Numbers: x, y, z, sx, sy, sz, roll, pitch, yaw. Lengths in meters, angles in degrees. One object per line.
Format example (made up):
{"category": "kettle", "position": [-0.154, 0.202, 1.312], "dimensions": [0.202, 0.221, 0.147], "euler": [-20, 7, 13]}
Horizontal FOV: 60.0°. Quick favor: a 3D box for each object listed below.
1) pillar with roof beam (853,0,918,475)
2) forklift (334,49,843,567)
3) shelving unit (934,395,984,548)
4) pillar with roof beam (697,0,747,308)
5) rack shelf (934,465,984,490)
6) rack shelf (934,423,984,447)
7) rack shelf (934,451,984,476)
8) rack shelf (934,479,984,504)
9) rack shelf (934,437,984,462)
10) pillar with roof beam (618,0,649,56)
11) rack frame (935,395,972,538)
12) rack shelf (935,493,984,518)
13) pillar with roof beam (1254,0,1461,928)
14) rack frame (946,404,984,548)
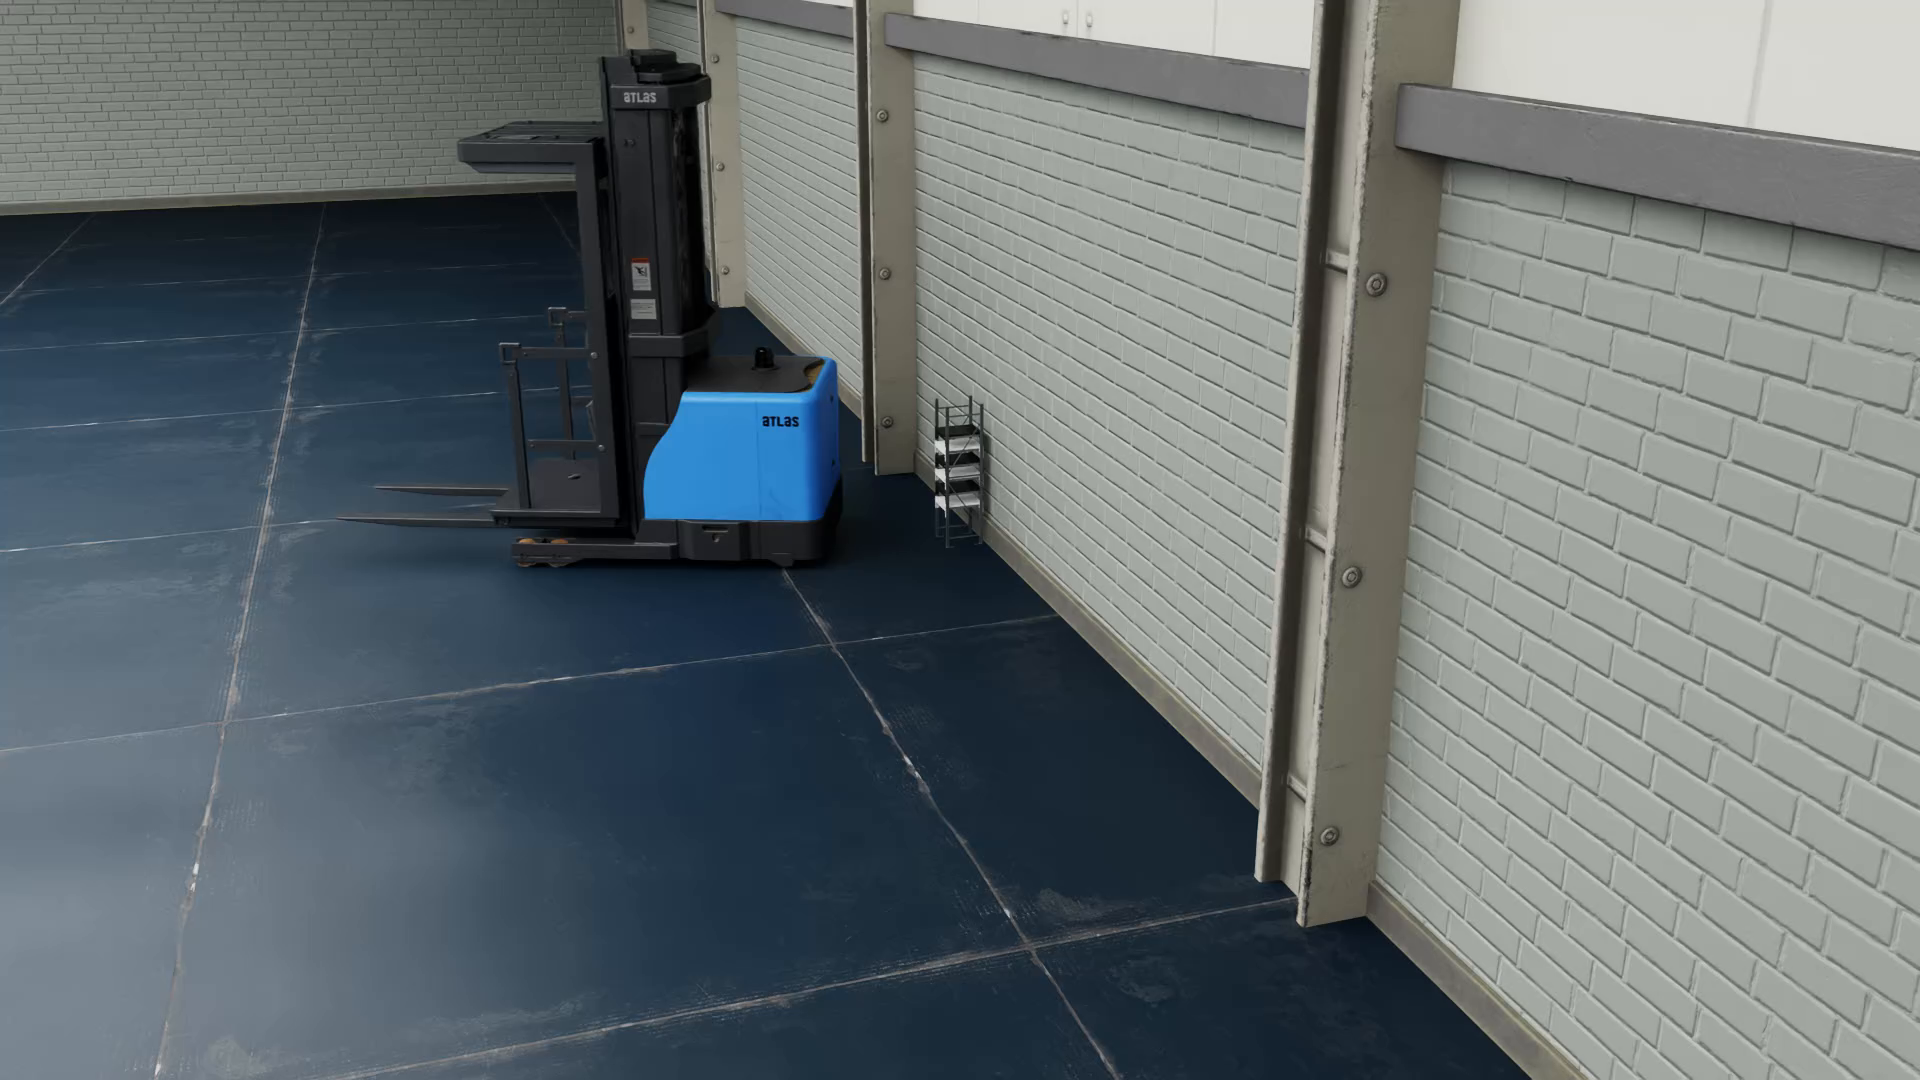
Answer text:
{"category": "pillar with roof beam", "position": [-4.586, -4.310, 9.104], "dimensions": [9.100, 9.000, 0.400], "euler": [-6, 21, -17]}
{"category": "forklift", "position": [-2.292, -1.393, 9.958], "dimensions": [3.031, 2.935, 1.130], "euler": [1, 20, 3]}
{"category": "shelving unit", "position": [-0.005, -0.419, 10.253], "dimensions": [0.258, 0.900, 0.210], "euler": [-7, 21, -18]}
{"category": "pillar with roof beam", "position": [-6.472, -6.236, 14.465], "dimensions": [9.100, 9.000, 0.400], "euler": [-6, 21, -17]}
{"category": "rack shelf", "position": [-0.005, -0.388, 10.264], "dimensions": [0.258, 0.077, 0.200], "euler": [-7, 21, -18]}
{"category": "rack shelf", "position": [-0.005, -0.642, 10.173], "dimensions": [0.258, 0.077, 0.200], "euler": [-7, 21, -18]}
{"category": "rack shelf", "position": [-0.005, -0.473, 10.234], "dimensions": [0.258, 0.077, 0.200], "euler": [-7, 21, -18]}
{"category": "rack shelf", "position": [-0.005, -0.303, 10.295], "dimensions": [0.258, 0.077, 0.200], "euler": [-7, 21, -18]}
{"category": "rack shelf", "position": [-0.005, -0.558, 10.204], "dimensions": [0.258, 0.077, 0.200], "euler": [-7, 21, -18]}
{"category": "pillar with roof beam", "position": [-8.358, -8.161, 19.826], "dimensions": [9.100, 9.000, 0.400], "euler": [-6, 21, -17]}
{"category": "rack frame", "position": [-0.038, -0.452, 10.344], "dimensions": [0.240, 0.900, 0.006], "euler": [-7, 21, -18]}
{"category": "rack shelf", "position": [-0.005, -0.219, 10.325], "dimensions": [0.258, 0.077, 0.200], "euler": [-7, 21, -18]}
{"category": "pillar with roof beam", "position": [-2.700, -2.385, 3.744], "dimensions": [9.100, 9.000, 0.400], "euler": [-6, 21, -17]}
{"category": "rack frame", "position": [0.028, -0.387, 10.163], "dimensions": [0.240, 0.900, 0.006], "euler": [-7, 21, -18]}
